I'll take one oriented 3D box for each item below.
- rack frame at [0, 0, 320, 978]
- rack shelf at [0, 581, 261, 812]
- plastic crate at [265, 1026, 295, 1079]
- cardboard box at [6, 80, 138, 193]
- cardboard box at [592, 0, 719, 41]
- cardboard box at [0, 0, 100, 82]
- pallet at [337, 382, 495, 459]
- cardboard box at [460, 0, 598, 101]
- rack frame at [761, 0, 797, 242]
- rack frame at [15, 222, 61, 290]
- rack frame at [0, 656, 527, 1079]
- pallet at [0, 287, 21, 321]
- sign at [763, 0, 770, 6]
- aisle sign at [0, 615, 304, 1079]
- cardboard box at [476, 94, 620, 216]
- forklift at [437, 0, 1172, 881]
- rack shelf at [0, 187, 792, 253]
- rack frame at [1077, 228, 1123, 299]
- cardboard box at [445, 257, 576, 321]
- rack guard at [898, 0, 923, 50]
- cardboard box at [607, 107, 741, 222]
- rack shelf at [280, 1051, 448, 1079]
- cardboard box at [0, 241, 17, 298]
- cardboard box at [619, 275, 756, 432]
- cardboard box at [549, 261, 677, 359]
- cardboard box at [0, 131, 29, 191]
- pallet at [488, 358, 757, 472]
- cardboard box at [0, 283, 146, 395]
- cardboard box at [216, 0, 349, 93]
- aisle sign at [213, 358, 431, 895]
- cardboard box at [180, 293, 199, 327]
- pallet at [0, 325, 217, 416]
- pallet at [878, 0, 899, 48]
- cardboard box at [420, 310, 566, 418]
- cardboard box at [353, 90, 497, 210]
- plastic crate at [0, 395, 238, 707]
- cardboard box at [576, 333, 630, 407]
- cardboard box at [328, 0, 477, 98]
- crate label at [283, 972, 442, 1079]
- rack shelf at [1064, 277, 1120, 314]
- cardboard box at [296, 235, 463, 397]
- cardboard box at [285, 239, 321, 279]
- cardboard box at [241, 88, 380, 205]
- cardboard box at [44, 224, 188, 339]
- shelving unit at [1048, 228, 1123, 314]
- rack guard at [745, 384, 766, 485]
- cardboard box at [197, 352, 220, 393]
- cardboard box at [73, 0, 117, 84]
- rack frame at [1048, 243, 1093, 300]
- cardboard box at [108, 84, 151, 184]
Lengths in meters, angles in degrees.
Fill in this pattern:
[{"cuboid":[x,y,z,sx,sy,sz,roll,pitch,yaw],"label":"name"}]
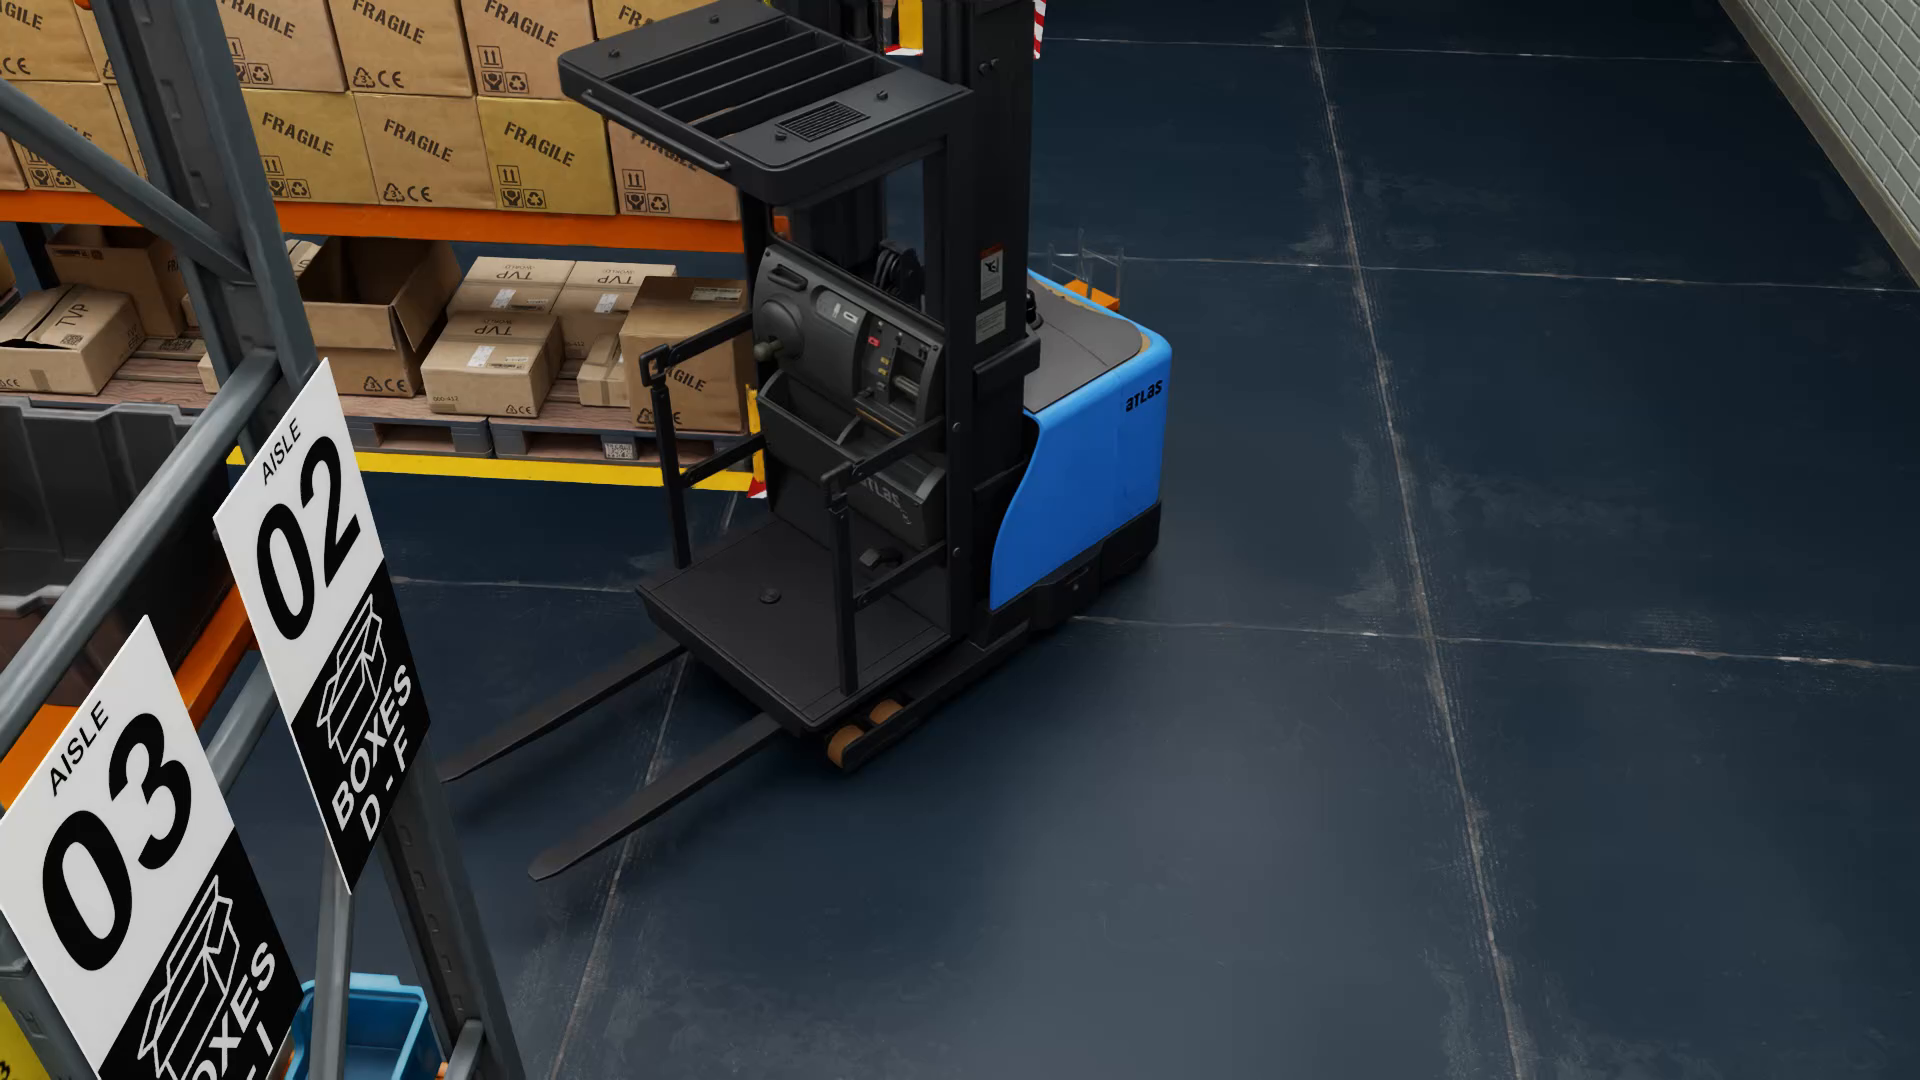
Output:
[{"cuboid":[-1.079,-0.984,1.330,0.127,3.000,1.000,3,39,4],"label":"rack frame"},{"cuboid":[-3.072,0.350,2.638,4.000,0.370,1.077,3,39,4],"label":"rack shelf"},{"cuboid":[-1.609,1.132,3.645,0.298,0.136,0.250,3,39,4],"label":"plastic crate"},{"cuboid":[-3.639,-1.804,7.011,0.500,0.500,0.500,4,39,5],"label":"cardboard box"},{"cuboid":[-1.116,-2.050,6.521,0.500,0.500,0.500,3,39,3],"label":"cardboard box"},{"cuboid":[-3.674,-2.186,6.688,0.500,0.500,0.500,2,39,2],"label":"cardboard box"},{"cuboid":[-2.731,-0.806,8.073,1.213,0.211,1.003,3,39,4],"label":"pallet"},{"cuboid":[-1.619,-2.077,6.554,0.500,0.500,0.500,4,39,5],"label":"cardboard box"},{"cuboid":[-0.648,-1.772,7.051,0.127,3.000,1.000,3,39,4],"label":"rack frame"},{"cuboid":[-4.633,-1.990,7.319,0.127,3.000,1.000,3,39,4],"label":"rack frame"},{"cuboid":[-1.079,1.343,3.224,0.127,3.000,1.000,3,39,4],"label":"rack frame"},{"cuboid":[-5.447,-0.929,8.224,1.213,0.211,1.003,3,39,4],"label":"pallet"},{"cuboid":[-0.716,-1.996,6.158,0.005,0.325,0.100,3,39,4],"label":"sign"},{"cuboid":[-1.033,0.523,2.172,0.004,0.787,0.394,3,39,4],"label":"aisle sign"},{"cuboid":[-1.635,-1.690,6.871,0.500,0.500,0.500,3,39,4],"label":"cardboard box"},{"cuboid":[-0.557,-0.652,5.729,3.031,2.935,1.130,-32,49,-33],"label":"forklift"},{"cuboid":[-2.641,-1.602,7.412,4.000,0.370,1.077,3,39,4],"label":"rack shelf"},{"cuboid":[0.584,-0.783,7.261,0.006,1.200,0.240,-32,49,-33],"label":"rack frame"},{"cuboid":[-2.162,-1.139,8.103,0.500,0.250,0.500,3,39,4],"label":"cardboard box"},{"cuboid":[-0.201,-3.917,11.666,0.348,0.500,1.175,3,39,4],"label":"rack guard"},{"cuboid":[-1.118,-1.664,6.839,0.500,0.500,0.500,4,39,5],"label":"cardboard box"},{"cuboid":[-3.072,1.513,3.585,4.000,0.370,1.077,3,39,4],"label":"rack shelf"},{"cuboid":[-5.094,-1.371,8.190,0.500,0.500,0.500,1,39,2],"label":"cardboard box"},{"cuboid":[-1.211,-0.848,7.547,0.500,0.500,0.500,3,39,4],"label":"cardboard box"},{"cuboid":[-1.664,-1.112,8.069,0.500,0.250,0.500,3,39,4],"label":"cardboard box"},{"cuboid":[-4.149,-1.830,7.043,0.500,0.500,0.500,4,39,5],"label":"cardboard box"},{"cuboid":[-1.518,-0.738,7.989,1.213,0.211,1.003,3,39,4],"label":"pallet"},{"cuboid":[-4.234,-0.959,7.833,0.500,0.311,0.500,3,39,4],"label":"cardboard box"},{"cuboid":[-2.648,-2.130,6.620,0.500,0.500,0.500,4,39,5],"label":"cardboard box"},{"cuboid":[-0.982,0.152,2.628,0.004,0.787,0.394,3,39,4],"label":"aisle sign"},{"cuboid":[-3.663,-1.220,8.282,0.250,0.149,0.380,3,39,4],"label":"cardboard box"},{"cuboid":[-3.949,-0.870,8.152,1.213,0.211,1.003,3,39,4],"label":"pallet"},{"cuboid":[-1.028,-3.801,11.752,1.213,0.211,1.003,3,39,4],"label":"pallet"},{"cuboid":[-2.155,-0.822,7.713,0.500,0.250,0.500,3,39,4],"label":"cardboard box"},{"cuboid":[-2.132,-1.721,6.909,0.500,0.500,0.500,3,39,4],"label":"cardboard box"},{"cuboid":[-1.439,0.034,2.560,0.590,0.269,0.497,3,39,4],"label":"plastic crate"},{"cuboid":[-1.607,-0.797,7.749,0.250,0.166,0.380,3,39,4],"label":"cardboard box"},{"cuboid":[-2.136,-2.102,6.585,0.500,0.500,0.500,4,39,5],"label":"cardboard box"},{"cuboid":[-1.297,1.164,3.529,0.303,0.233,0.416,3,39,4],"label":"crate label"},{"cuboid":[0.519,-0.987,7.012,0.180,0.103,0.258,-32,49,-33],"label":"rack shelf"},{"cuboid":[-2.761,-1.093,7.846,0.637,0.503,0.797,3,39,4],"label":"cardboard box"},{"cuboid":[-3.294,-1.224,8.160,0.500,0.311,0.500,3,39,4],"label":"cardboard box"},{"cuboid":[-2.634,-1.748,6.943,0.500,0.500,0.500,3,39,3],"label":"cardboard box"},{"cuboid":[-4.041,-1.339,8.150,0.500,0.500,0.500,3,39,4],"label":"cardboard box"},{"cuboid":[0.519,-0.742,7.211,0.189,1.200,0.258,-32,49,-33],"label":"shelving unit"},{"cuboid":[-0.724,-0.807,7.845,0.348,0.500,1.175,3,39,4],"label":"rack guard"},{"cuboid":[-3.371,-0.862,7.829,0.250,0.166,0.380,3,39,4],"label":"cardboard box"},{"cuboid":[-3.162,-2.158,6.654,0.500,0.500,0.500,2,39,3],"label":"cardboard box"},{"cuboid":[0.453,-0.702,7.162,0.006,1.200,0.240,-32,49,-33],"label":"rack frame"},{"cuboid":[-3.141,-1.775,6.976,0.500,0.500,0.500,3,39,4],"label":"cardboard box"}]
